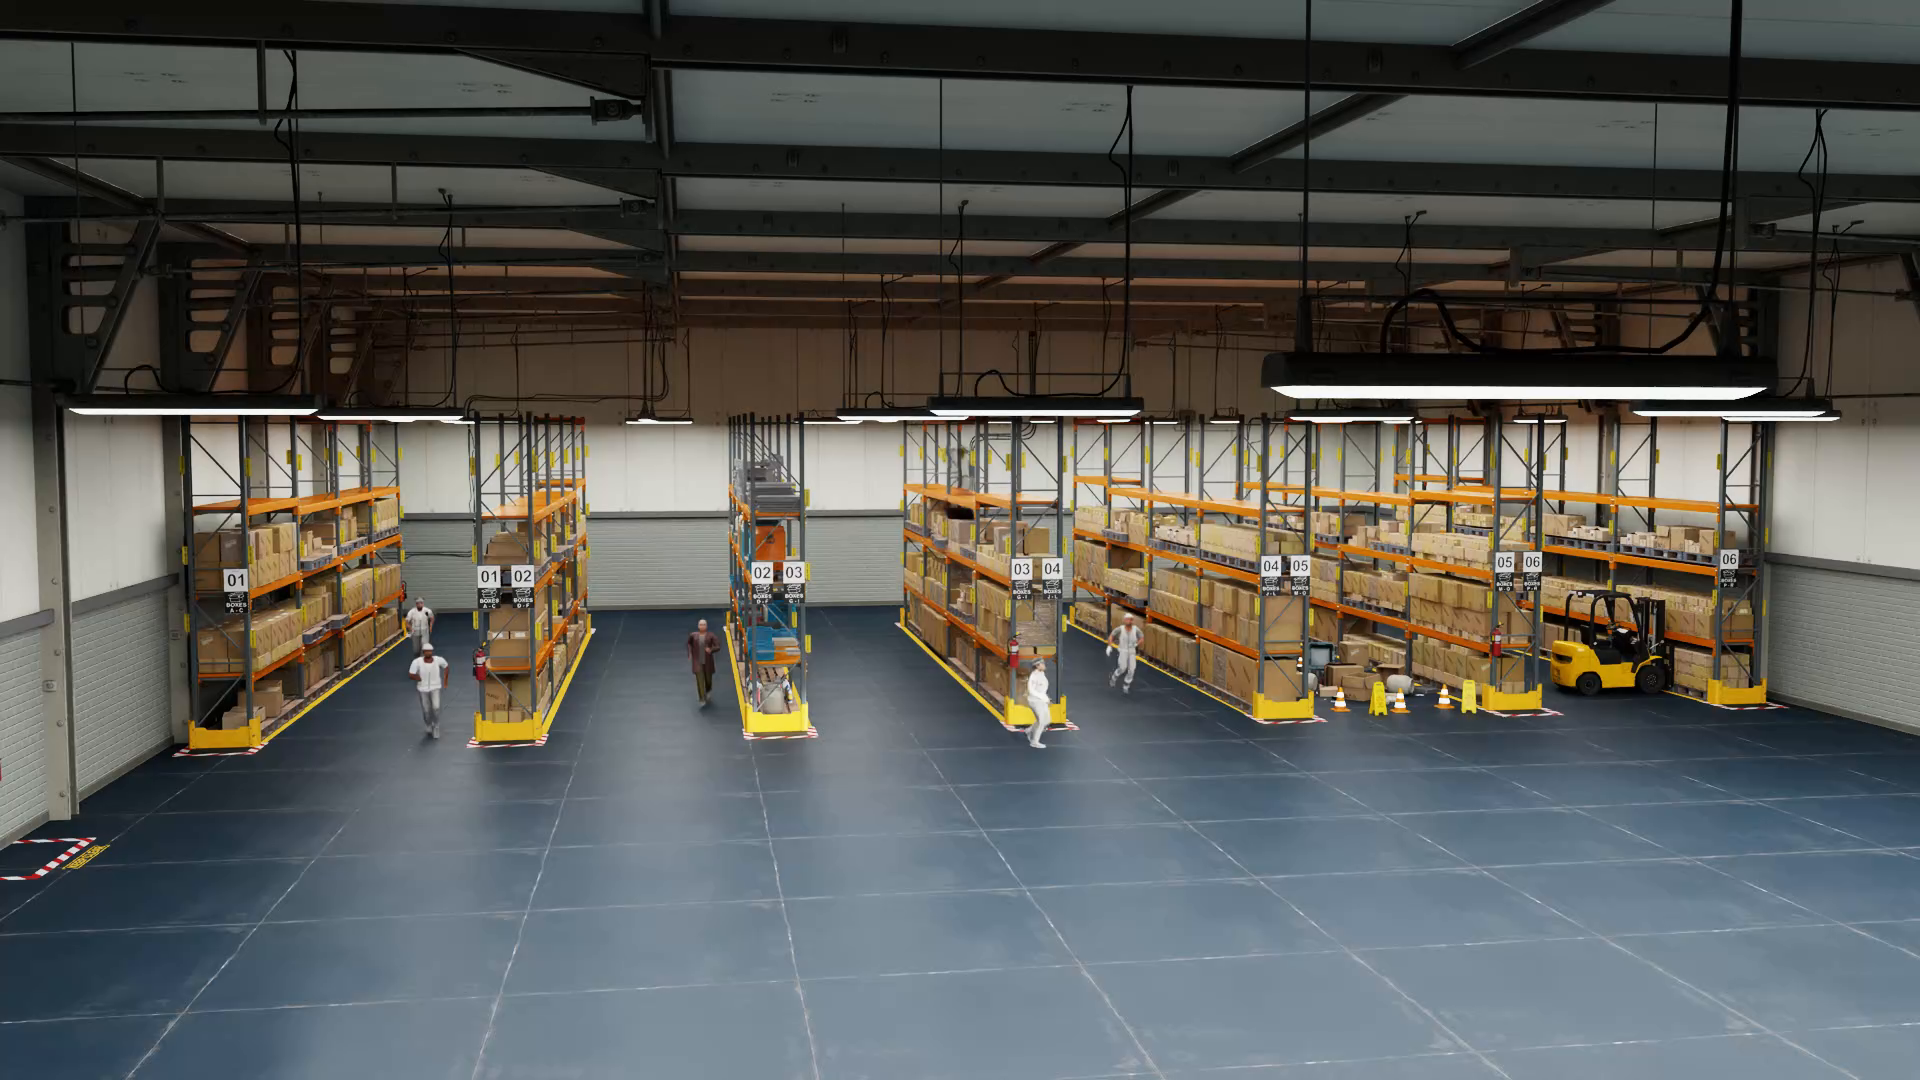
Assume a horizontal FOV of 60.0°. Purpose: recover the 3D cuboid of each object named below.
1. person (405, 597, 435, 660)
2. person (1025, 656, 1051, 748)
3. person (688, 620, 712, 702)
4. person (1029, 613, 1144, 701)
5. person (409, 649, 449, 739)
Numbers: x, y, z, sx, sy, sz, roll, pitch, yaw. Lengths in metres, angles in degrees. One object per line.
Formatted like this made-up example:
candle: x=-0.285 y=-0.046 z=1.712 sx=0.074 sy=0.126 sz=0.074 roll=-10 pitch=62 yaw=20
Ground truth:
person: x=-12.696 y=2.211 z=39.134 sx=0.672 sy=1.787 sz=0.815 roll=-1 pitch=4 yaw=-19
person: x=1.376 y=2.883 z=29.625 sx=0.547 sy=1.661 sz=0.623 roll=2 pitch=4 yaw=23
person: x=-5.273 y=2.473 z=34.150 sx=0.676 sy=1.686 sz=0.840 roll=0 pitch=4 yaw=-6
person: x=2.574 y=2.611 z=32.727 sx=4.093 sy=1.666 sz=6.001 roll=-1 pitch=4 yaw=-13
person: x=-9.786 y=2.794 z=30.671 sx=0.708 sy=1.740 sz=0.795 roll=-1 pitch=4 yaw=-17
